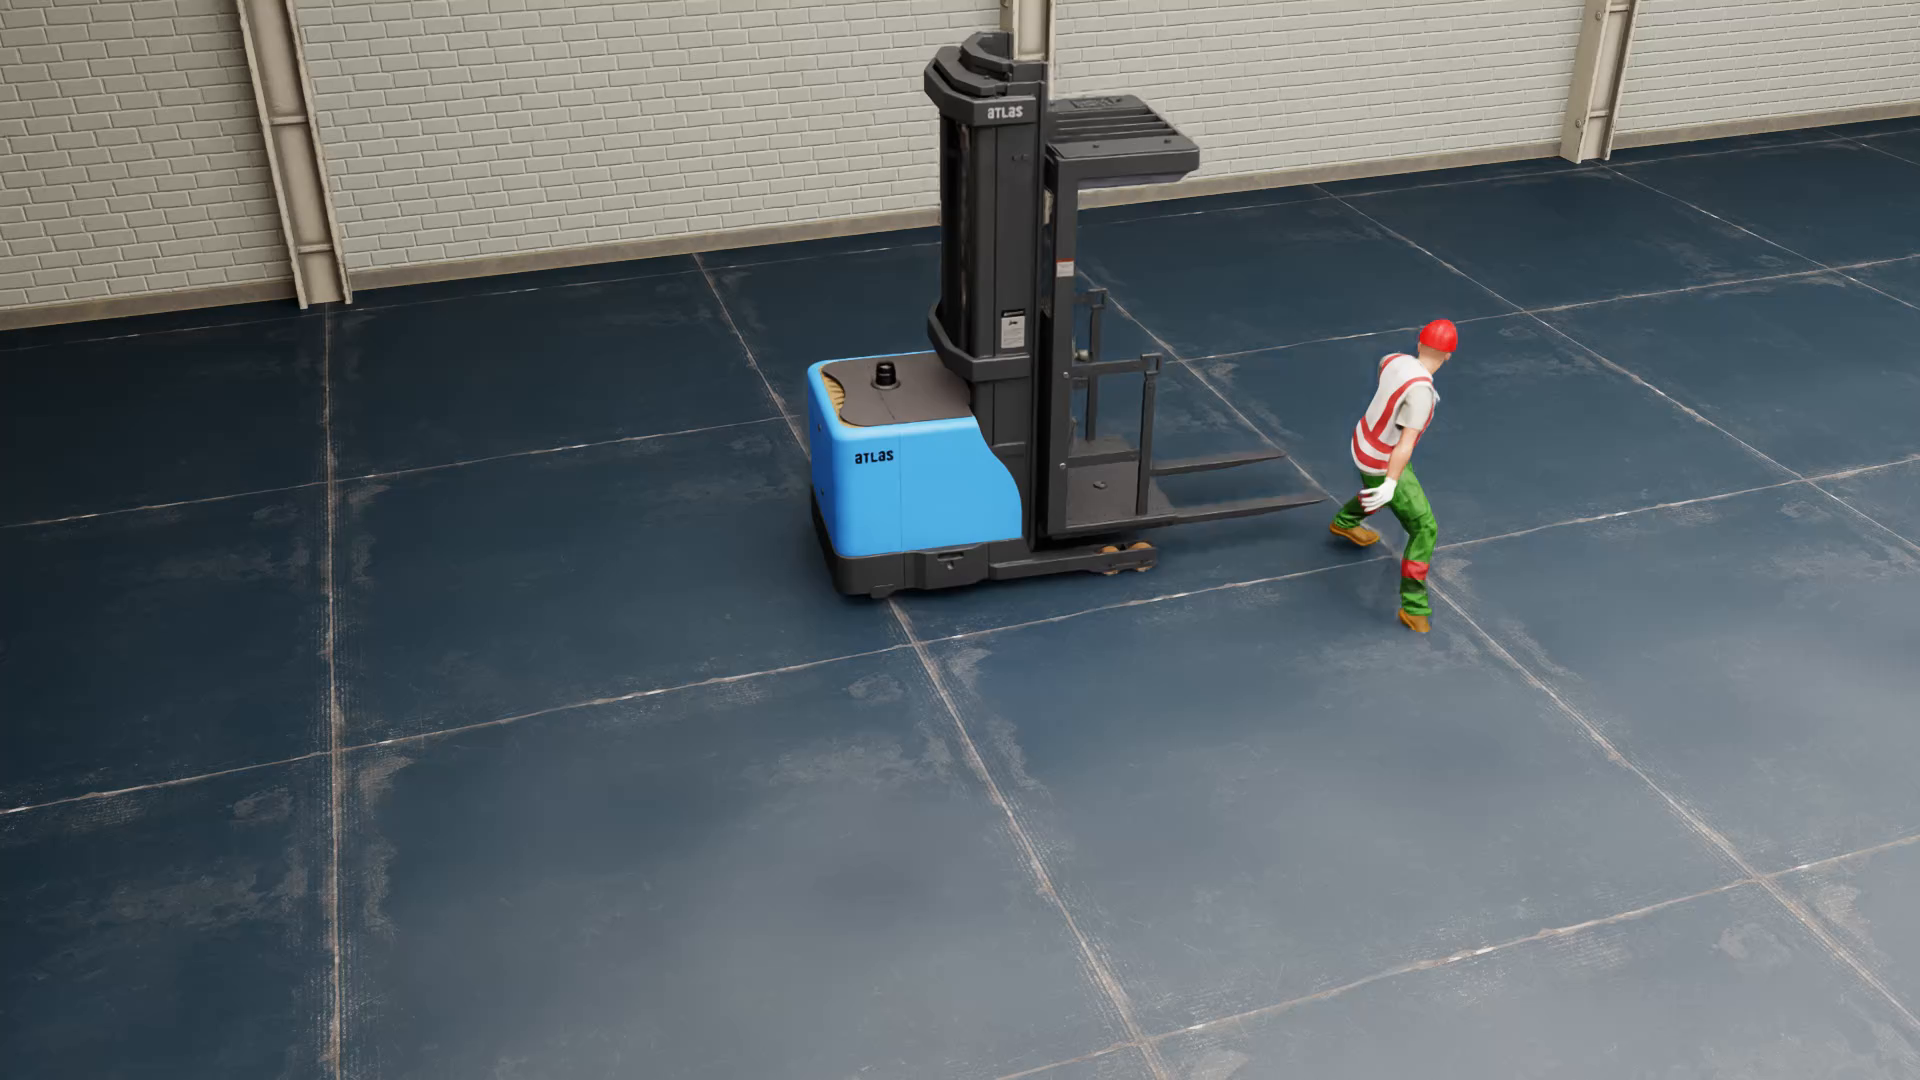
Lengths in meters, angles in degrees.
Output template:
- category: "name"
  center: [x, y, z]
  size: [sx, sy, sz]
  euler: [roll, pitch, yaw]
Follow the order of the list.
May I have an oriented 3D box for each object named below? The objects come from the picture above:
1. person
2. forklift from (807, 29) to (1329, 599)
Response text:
- category: "person"
  center: [2.425, -0.391, 9.202]
  size: [0.579, 1.732, 1.128]
  euler: [2, 30, 4]
- category: "forklift"
  center: [0.672, -1.315, 9.373]
  size: [3.031, 2.935, 1.130]
  euler: [-7, 31, -11]
